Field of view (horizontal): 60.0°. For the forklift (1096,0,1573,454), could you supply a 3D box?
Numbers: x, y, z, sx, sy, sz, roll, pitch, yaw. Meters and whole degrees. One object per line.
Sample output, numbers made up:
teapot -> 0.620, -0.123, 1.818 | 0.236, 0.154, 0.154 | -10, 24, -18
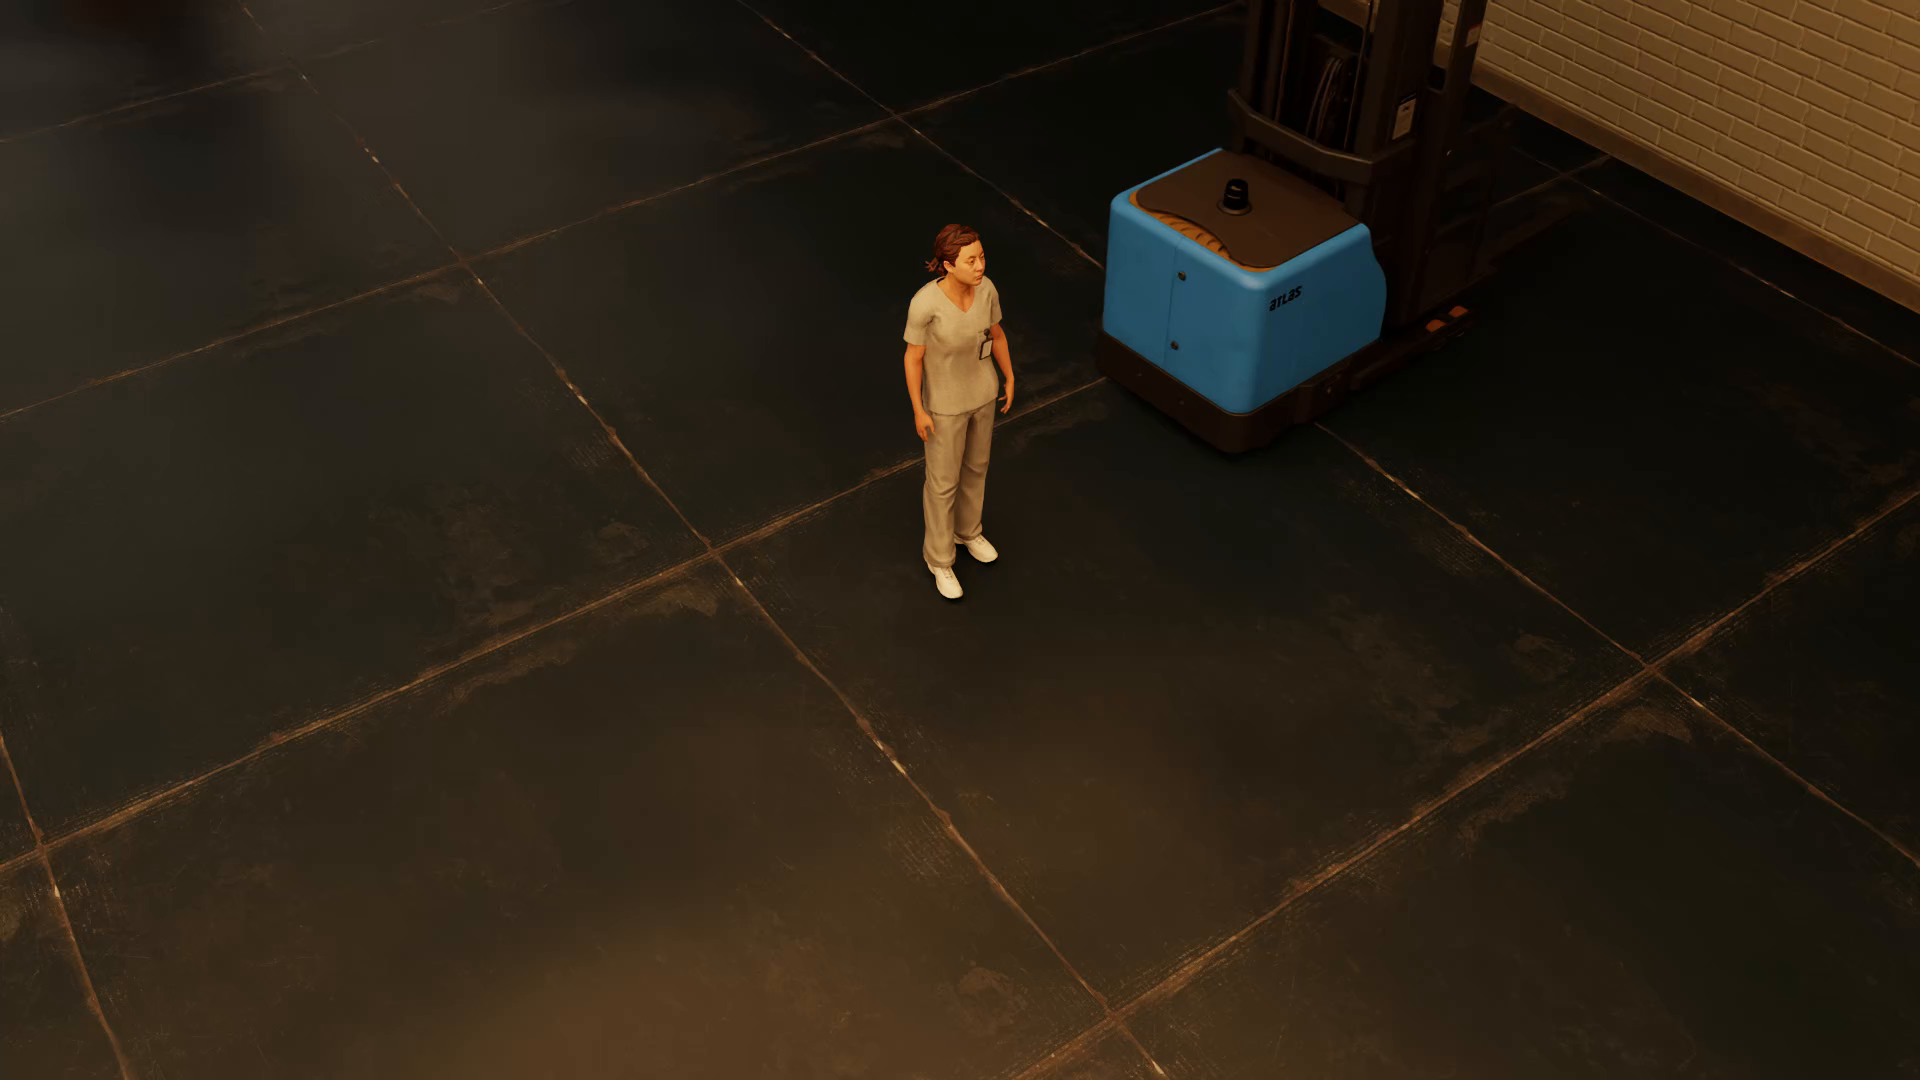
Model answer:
forklift -> 2.177, -2.351, 8.267 | 3.031, 2.935, 1.130 | -29, 50, -28

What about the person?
person -> 0.031, -0.576, 7.255 | 0.549, 1.675, 0.549 | -25, 48, -25
